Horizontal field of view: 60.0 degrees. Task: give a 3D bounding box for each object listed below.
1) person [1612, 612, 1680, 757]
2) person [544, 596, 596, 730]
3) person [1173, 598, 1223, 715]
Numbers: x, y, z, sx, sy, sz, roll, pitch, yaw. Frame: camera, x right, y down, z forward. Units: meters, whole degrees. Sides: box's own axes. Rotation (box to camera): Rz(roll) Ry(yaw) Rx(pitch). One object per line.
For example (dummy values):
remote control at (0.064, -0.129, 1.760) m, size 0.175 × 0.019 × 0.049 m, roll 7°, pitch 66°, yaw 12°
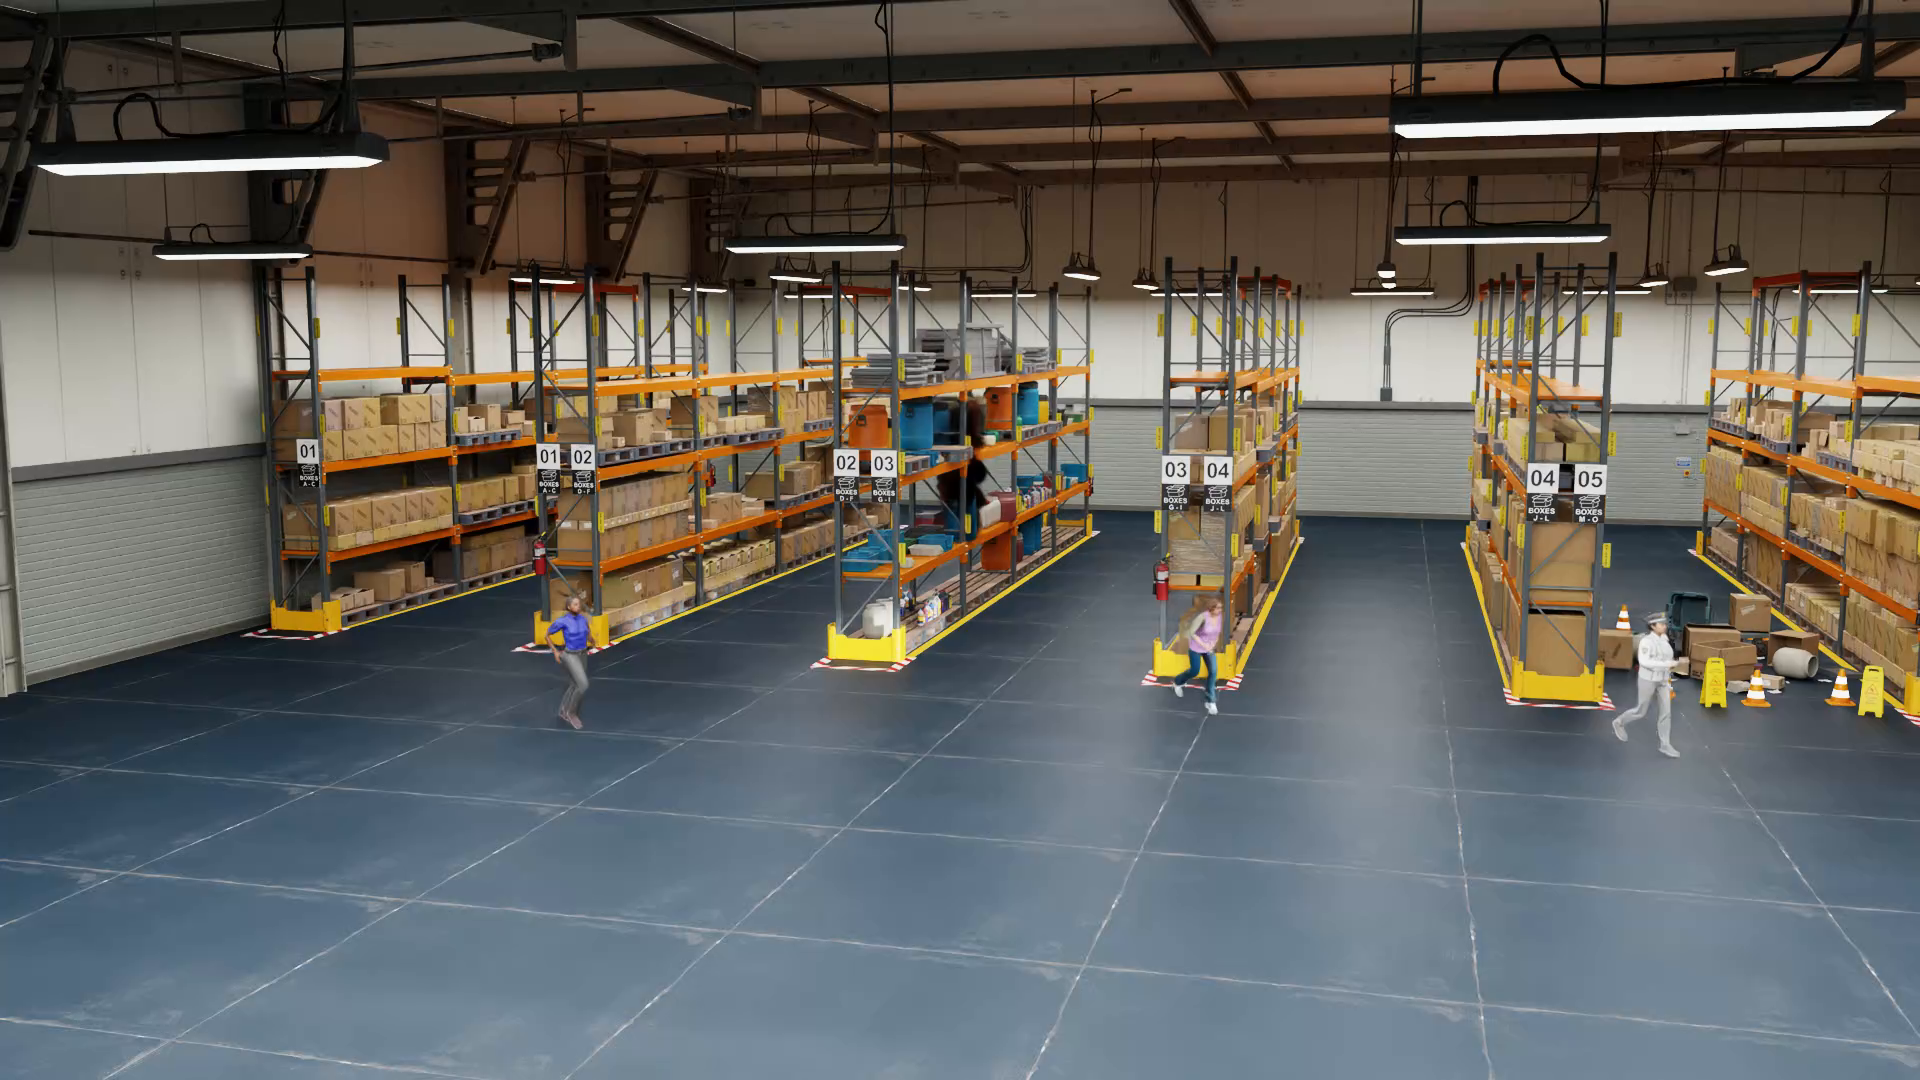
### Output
person at (8.167, 1.659, 19.656) m, size 0.611 × 1.676 × 0.914 m, roll -4°, pitch 8°, yaw -29°
person at (-4.850, 1.542, 20.954) m, size 0.713 × 1.690 × 0.542 m, roll 4°, pitch 8°, yaw 29°
person at (3.151, 1.481, 22.022) m, size 0.572 × 1.547 × 0.914 m, roll -5°, pitch 9°, yaw -34°
